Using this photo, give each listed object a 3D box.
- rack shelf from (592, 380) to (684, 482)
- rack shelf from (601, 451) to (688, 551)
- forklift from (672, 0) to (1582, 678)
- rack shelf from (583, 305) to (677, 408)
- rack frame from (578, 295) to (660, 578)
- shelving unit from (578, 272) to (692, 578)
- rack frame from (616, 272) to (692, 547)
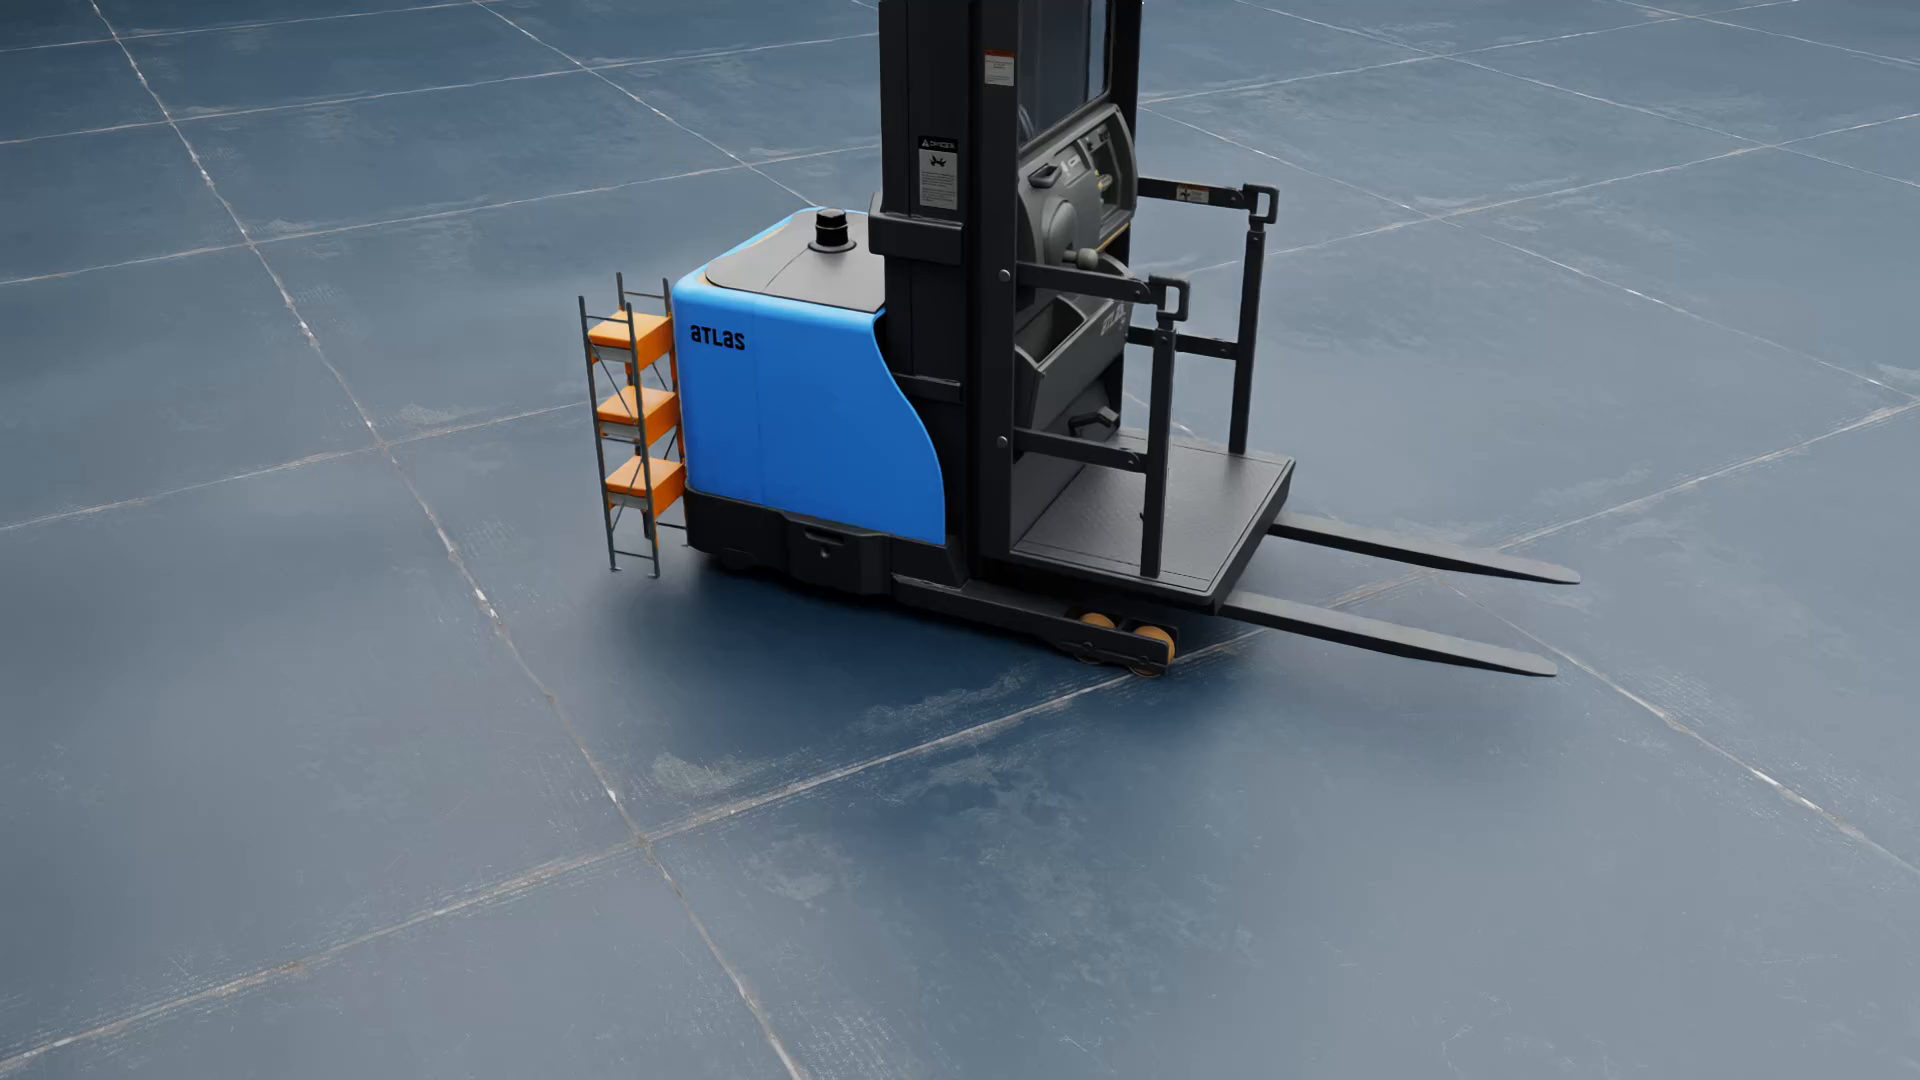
[{"bbox_3d":[-1.137,-0.388,5.887,0.215,0.259,0.240,10,30,18],"label":"rack shelf"},{"bbox_3d":[-1.136,-0.144,6.020,0.215,0.259,0.240,10,30,18],"label":"rack shelf"},{"bbox_3d":[0.568,-1.126,5.257,3.031,2.935,1.130,12,31,21],"label":"forklift"},{"bbox_3d":[-1.138,-0.636,5.750,0.215,0.259,0.240,10,30,18],"label":"rack shelf"},{"bbox_3d":[-1.179,-0.342,5.781,0.200,1.050,0.008,10,30,18],"label":"rack frame"},{"bbox_3d":[-1.137,-0.397,5.882,0.215,1.050,0.252,10,30,18],"label":"shelving unit"},{"bbox_3d":[-1.094,-0.452,5.982,0.200,1.050,0.008,10,30,18],"label":"rack frame"}]
